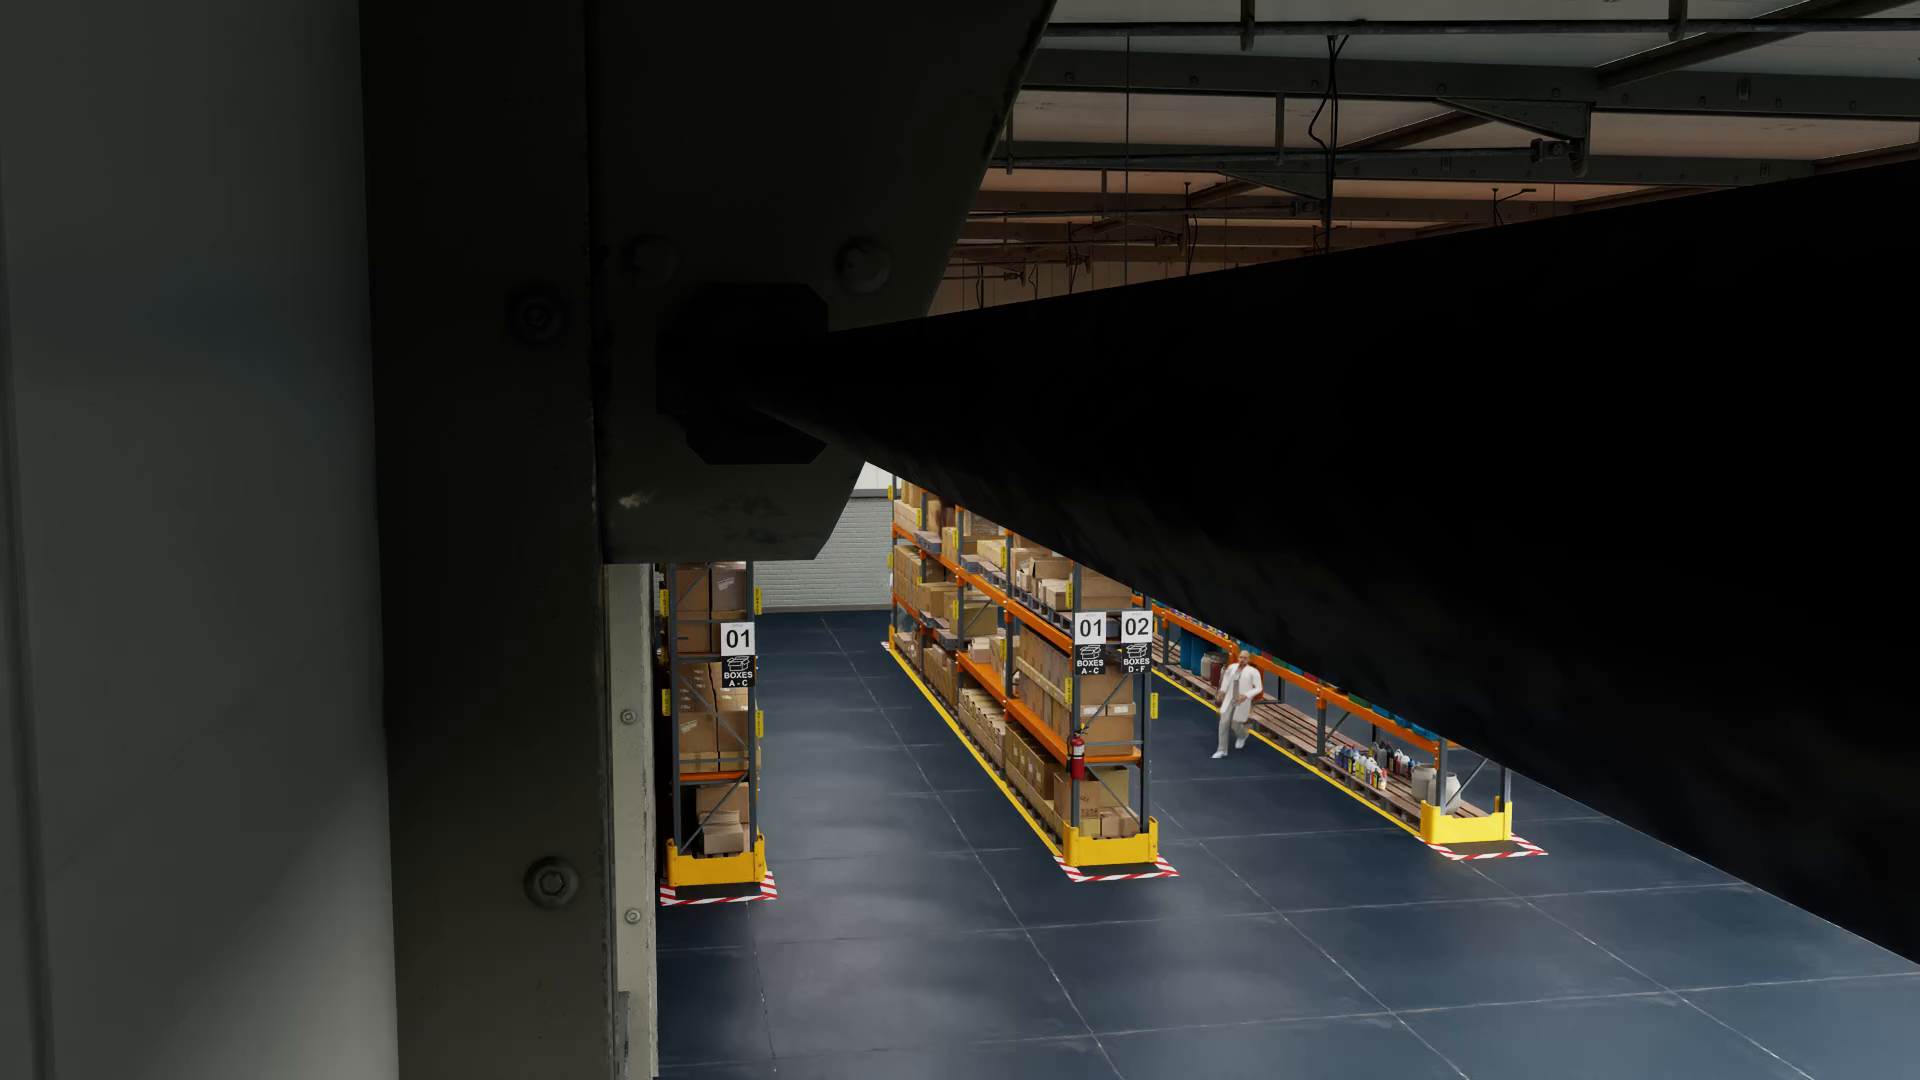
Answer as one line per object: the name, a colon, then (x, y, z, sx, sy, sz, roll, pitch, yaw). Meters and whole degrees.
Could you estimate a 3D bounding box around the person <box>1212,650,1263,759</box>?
person: (4.473, 2.604, 26.520, 0.745, 1.729, 0.925, 4, 7, 34)

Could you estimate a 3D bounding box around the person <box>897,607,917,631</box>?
person: (-1.125, 1.314, 38.364, 0.826, 1.812, 0.677, 6, 8, 42)
